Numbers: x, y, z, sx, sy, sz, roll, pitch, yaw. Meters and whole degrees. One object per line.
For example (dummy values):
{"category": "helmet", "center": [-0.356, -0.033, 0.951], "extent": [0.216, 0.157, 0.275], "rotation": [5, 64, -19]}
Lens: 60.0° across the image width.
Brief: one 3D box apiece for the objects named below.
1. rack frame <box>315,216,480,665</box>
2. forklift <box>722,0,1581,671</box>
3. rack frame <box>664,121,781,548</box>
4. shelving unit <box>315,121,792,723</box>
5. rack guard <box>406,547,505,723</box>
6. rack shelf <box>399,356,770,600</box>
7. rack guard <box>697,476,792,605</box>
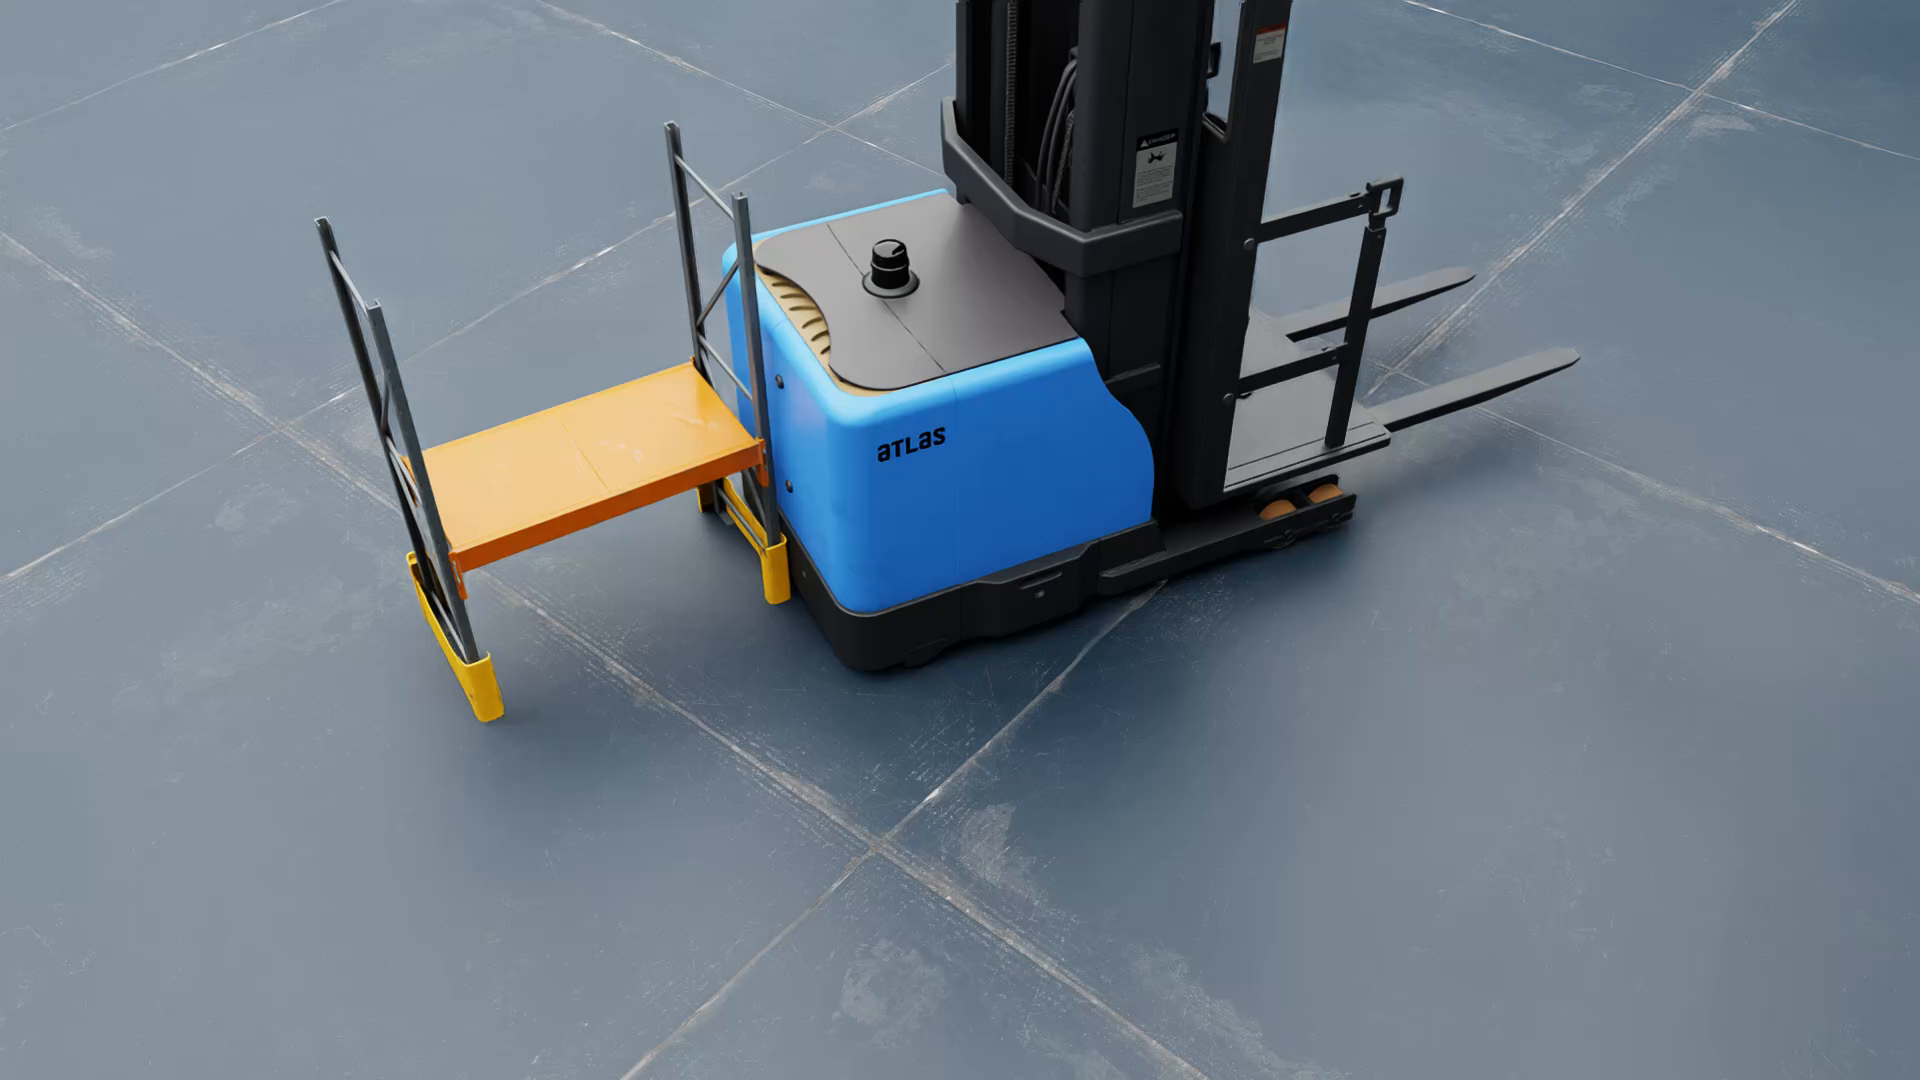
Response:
{"category": "rack frame", "center": [-1.593, -0.169, 4.821], "extent": [0.032, 1.500, 0.500], "rotation": [-22, 47, -23]}
{"category": "forklift", "center": [0.799, -1.359, 5.066], "extent": [3.031, 2.935, 1.130], "rotation": [-18, 45, -19]}
{"category": "rack frame", "center": [-0.724, -0.524, 5.212], "extent": [0.032, 1.500, 0.500], "rotation": [-22, 47, -23]}
{"category": "shelving unit", "center": [-1.166, -0.344, 5.013], "extent": [1.083, 1.500, 0.587], "rotation": [-22, 47, -23]}
{"category": "rack guard", "center": [-1.592, 0.293, 5.242], "extent": [0.087, 0.250, 0.587], "rotation": [-22, 47, -23]}
{"category": "rack shelf", "center": [-1.159, -0.214, 5.137], "extent": [1.000, 0.185, 0.538], "rotation": [-22, 47, -23]}
{"category": "rack guard", "center": [-0.741, -0.055, 5.625], "extent": [0.087, 0.250, 0.587], "rotation": [-22, 47, -23]}
